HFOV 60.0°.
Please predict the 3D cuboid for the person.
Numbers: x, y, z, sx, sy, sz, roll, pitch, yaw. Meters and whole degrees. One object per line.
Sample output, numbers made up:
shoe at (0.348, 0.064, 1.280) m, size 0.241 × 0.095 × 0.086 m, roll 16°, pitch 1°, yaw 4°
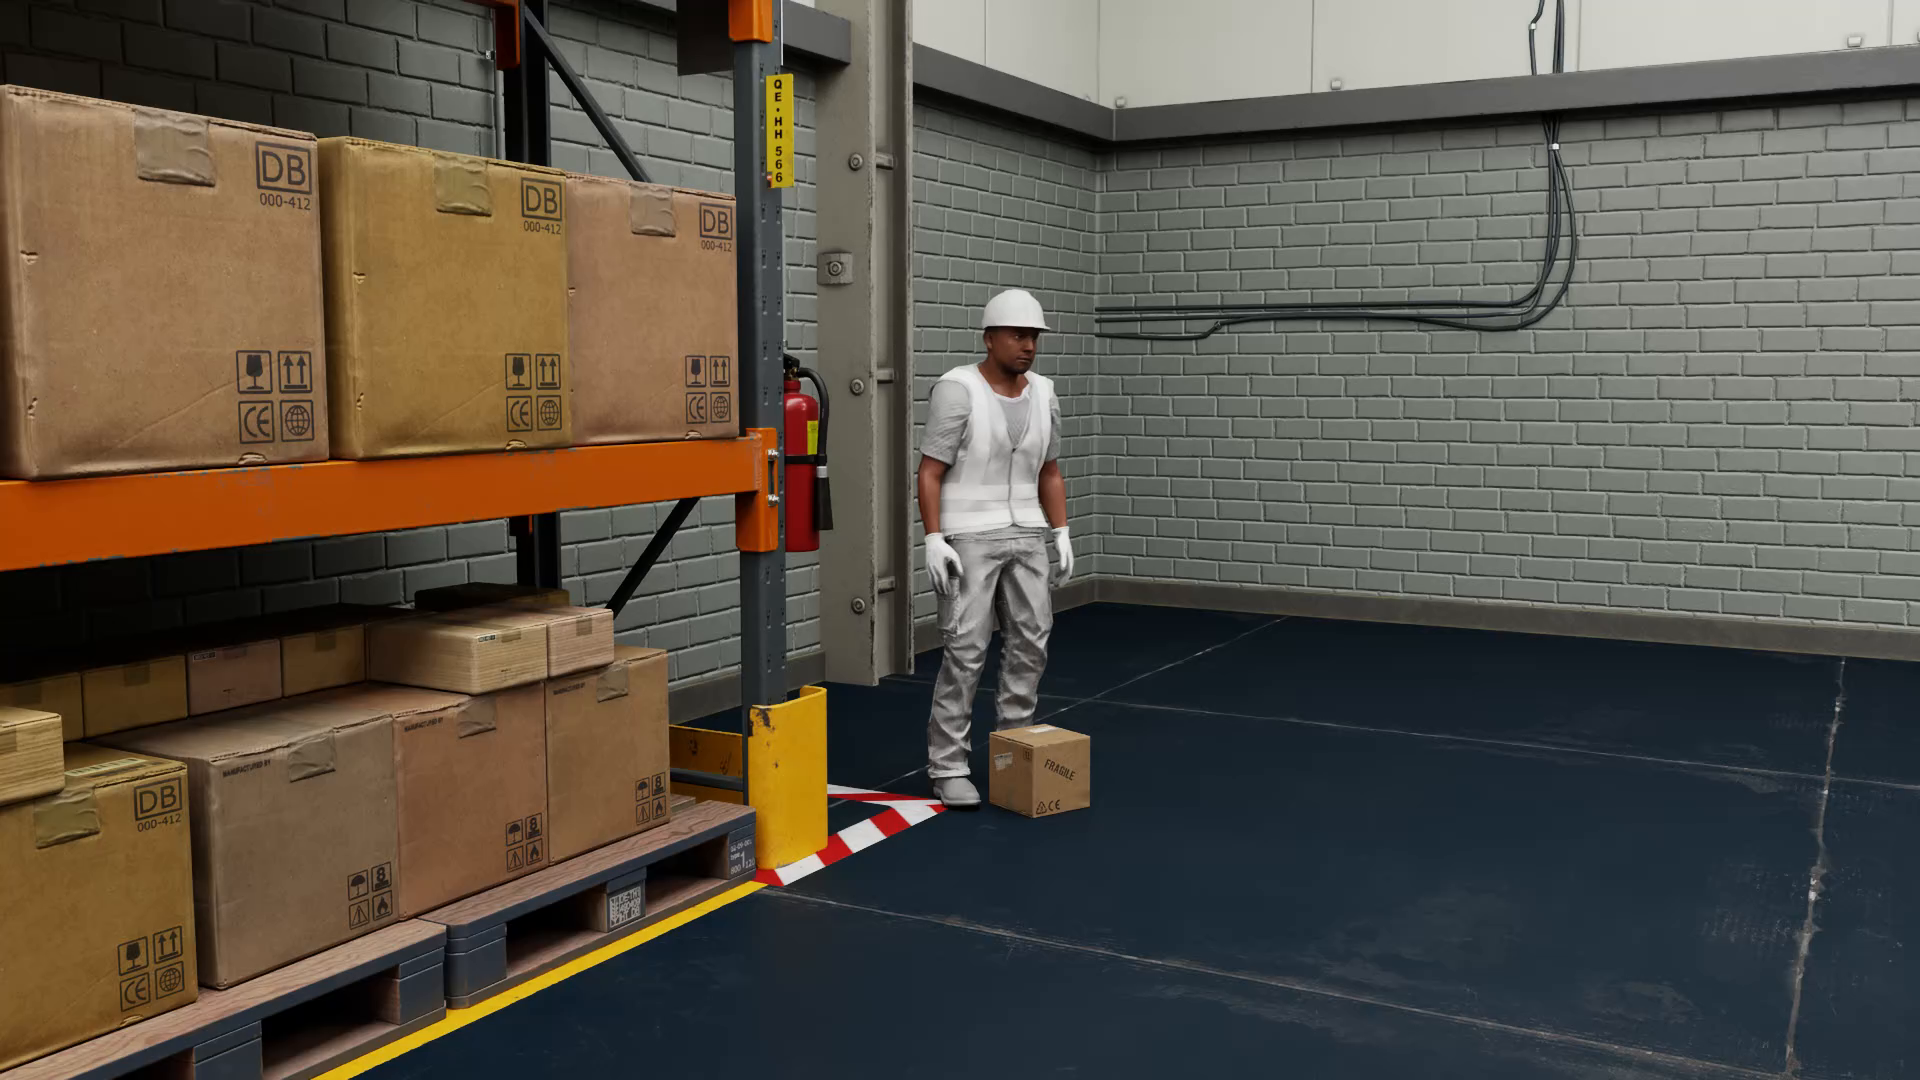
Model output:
person at (0.129, 0.018, 5.844) m, size 0.619 × 1.775 × 0.446 m, roll -4°, pitch 7°, yaw -33°
